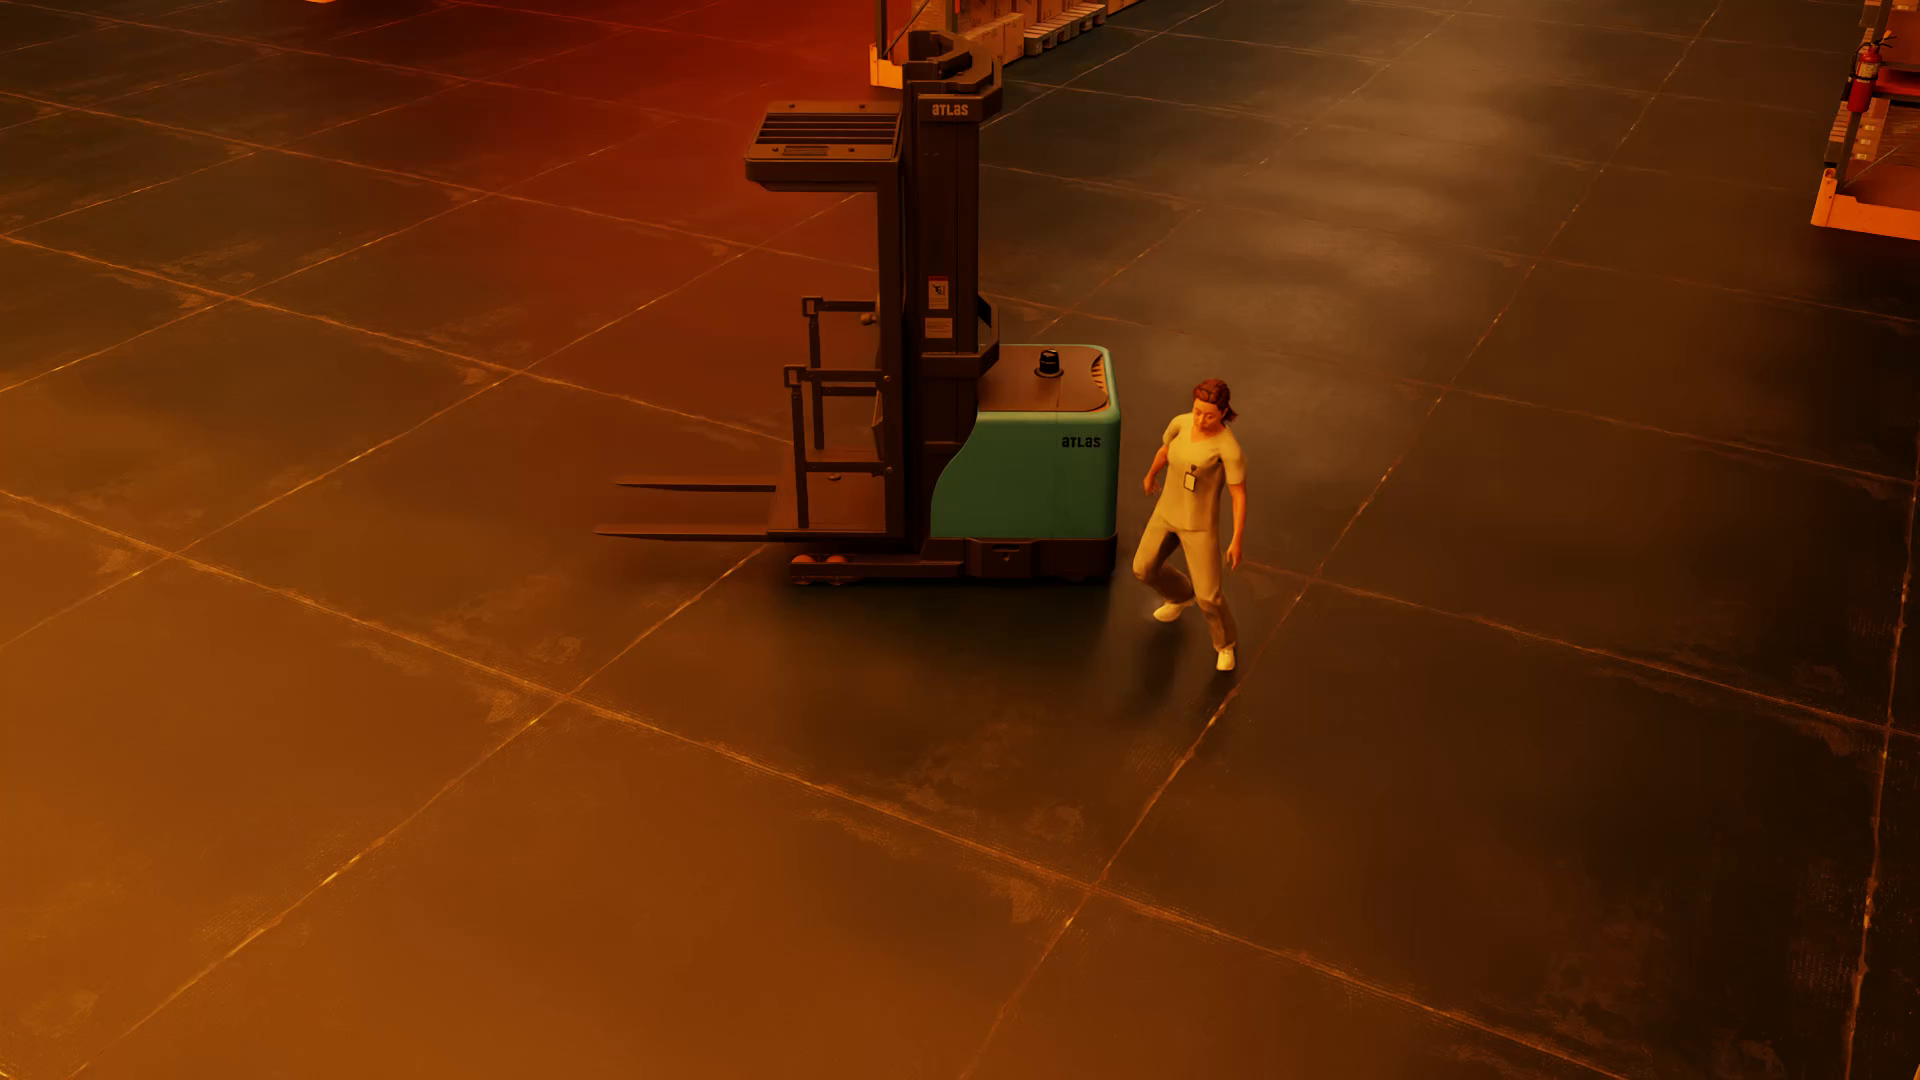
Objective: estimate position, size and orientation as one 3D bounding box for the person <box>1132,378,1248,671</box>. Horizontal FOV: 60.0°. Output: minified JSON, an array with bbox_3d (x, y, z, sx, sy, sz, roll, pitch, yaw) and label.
[{"bbox_3d":[1.227,-0.157,8.690,0.484,1.596,0.781,-22,37,-33],"label":"person"}]

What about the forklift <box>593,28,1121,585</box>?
[{"bbox_3d":[-0.610,-1.275,9.279,3.031,2.935,1.130,0,30,1],"label":"forklift"}]
